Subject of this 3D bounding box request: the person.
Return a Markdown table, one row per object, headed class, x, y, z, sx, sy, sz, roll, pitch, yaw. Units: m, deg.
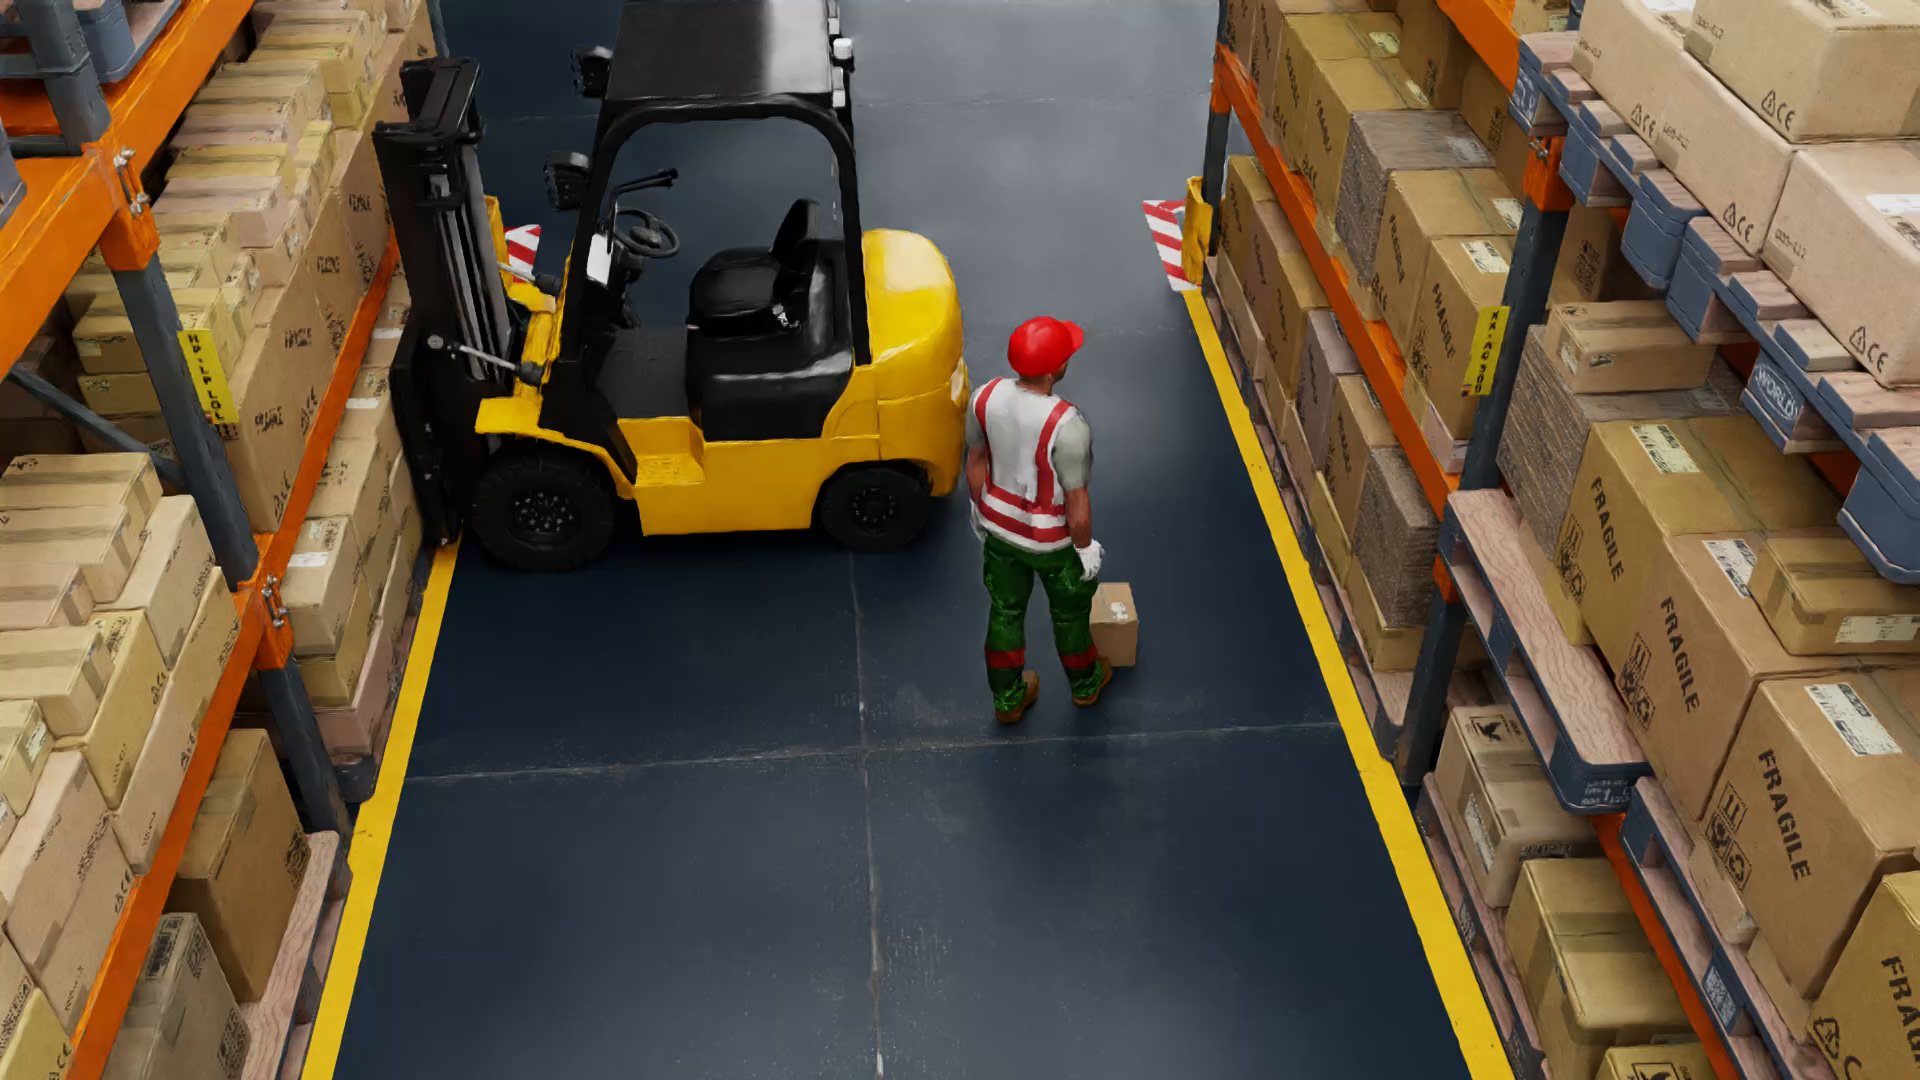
| class | x | y | z | sx | sy | sz | roll | pitch | yaw |
| --- | --- | --- | --- | --- | --- | --- | --- | --- | --- |
| person | 0.336 | -0.097 | 6.237 | 0.547 | 1.793 | 0.554 | 25 | 45 | 28 |
